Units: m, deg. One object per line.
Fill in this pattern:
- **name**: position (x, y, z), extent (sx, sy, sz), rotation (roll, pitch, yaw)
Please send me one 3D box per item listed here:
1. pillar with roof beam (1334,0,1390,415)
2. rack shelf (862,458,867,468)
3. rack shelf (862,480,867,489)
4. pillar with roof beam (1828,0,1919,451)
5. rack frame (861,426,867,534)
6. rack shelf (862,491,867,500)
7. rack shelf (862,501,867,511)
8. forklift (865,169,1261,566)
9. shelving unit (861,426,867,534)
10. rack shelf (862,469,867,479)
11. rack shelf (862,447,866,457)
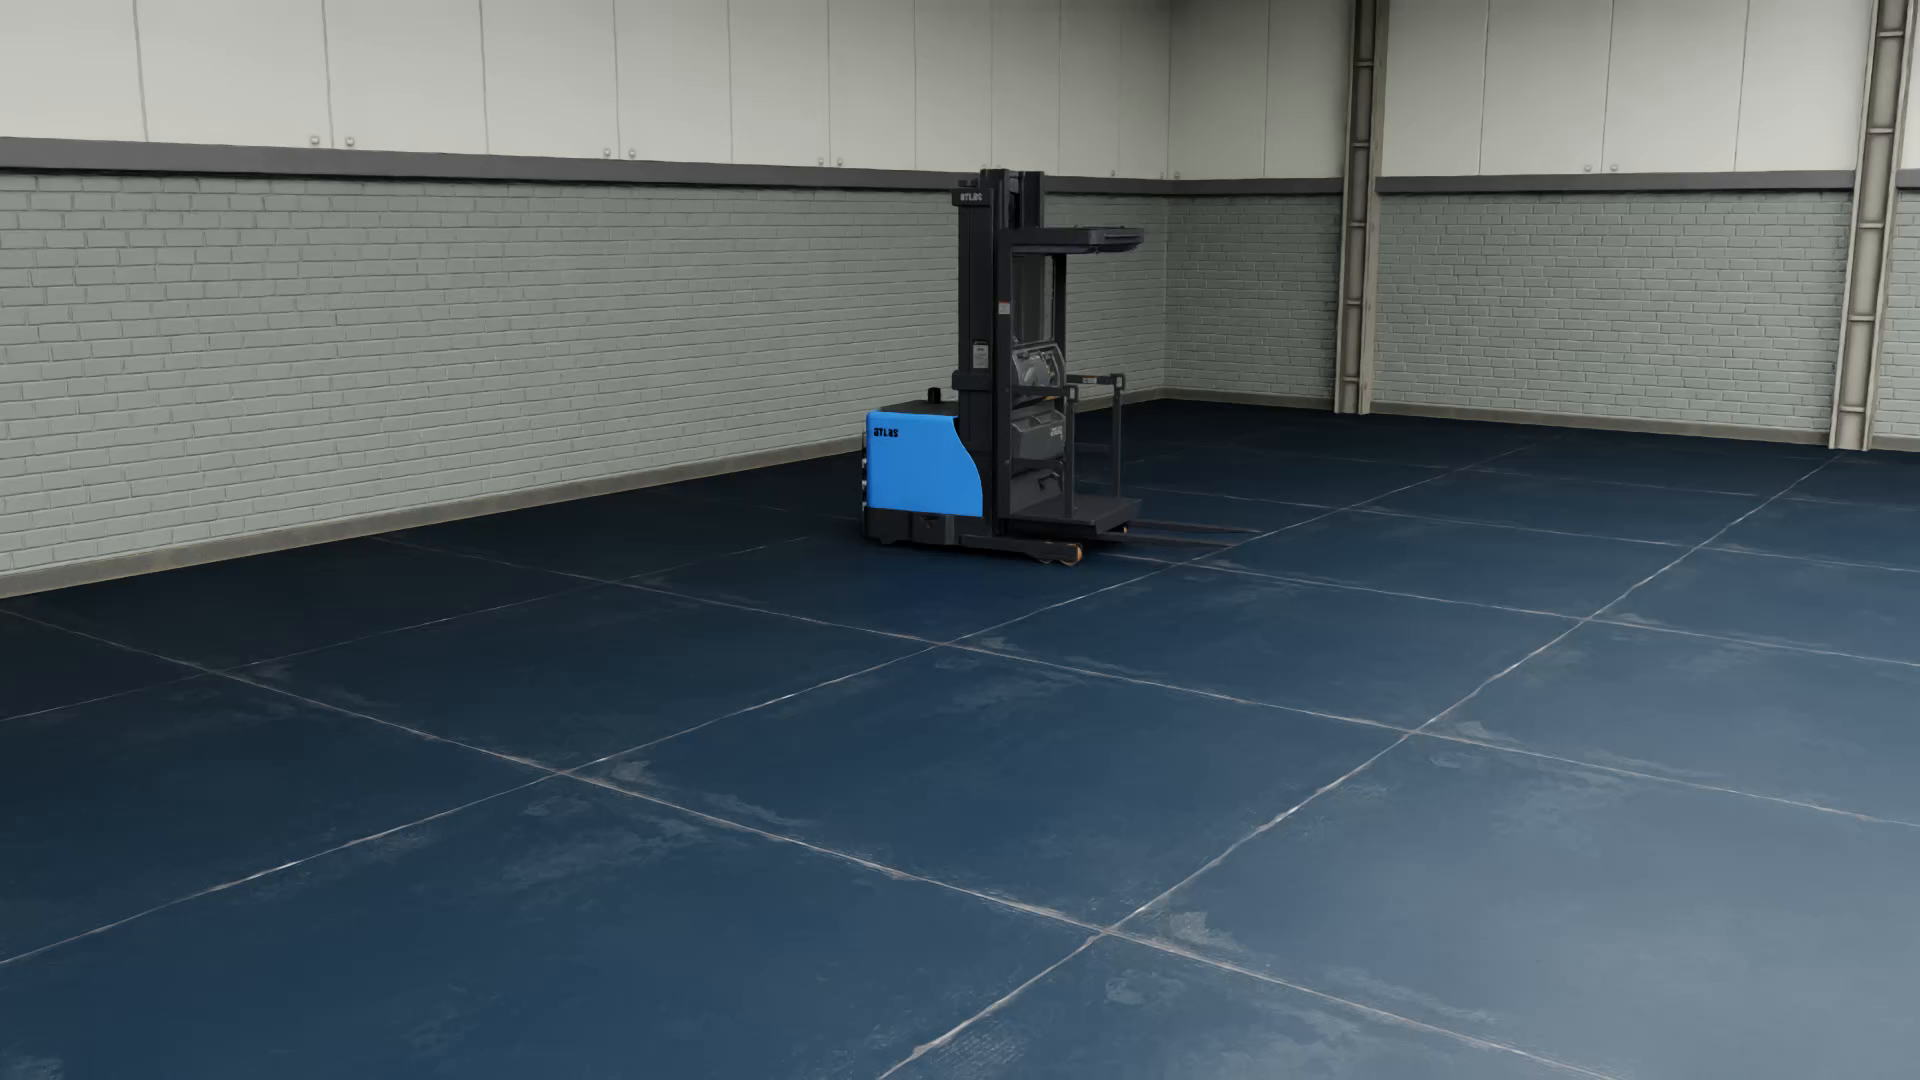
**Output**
- **pillar with roof beam**: position (2.732, -5.474, 18.131), extent (0.400, 9.000, 9.100), rotation (8, 13, 36)
- **rack shelf**: position (-0.661, -0.644, 13.718), extent (0.200, 0.077, 0.258), rotation (5, 12, 25)
- **rack shelf**: position (-0.661, -0.467, 13.752), extent (0.200, 0.077, 0.258), rotation (5, 12, 25)
- **pillar with roof beam**: position (7.568, -4.799, 14.644), extent (0.400, 9.000, 9.100), rotation (8, 13, 36)
- **rack frame**: position (-0.752, -0.509, 13.789), extent (0.006, 0.900, 0.240), rotation (5, 12, 25)
- **rack shelf**: position (-0.661, -0.379, 13.769), extent (0.200, 0.077, 0.258), rotation (5, 12, 25)
- **rack shelf**: position (-0.661, -0.291, 13.786), extent (0.200, 0.077, 0.258), rotation (5, 12, 25)
- **forklift**: position (0.797, -1.361, 12.847), extent (3.031, 2.935, 1.130), rotation (5, 12, 25)
- **shelving unit**: position (-0.661, -0.500, 13.746), extent (0.210, 0.900, 0.258), rotation (5, 12, 25)
- **rack shelf**: position (-0.661, -0.556, 13.735), extent (0.200, 0.077, 0.258), rotation (5, 12, 25)
- **rack shelf**: position (-0.661, -0.733, 13.701), extent (0.200, 0.077, 0.258), rotation (5, 12, 25)
